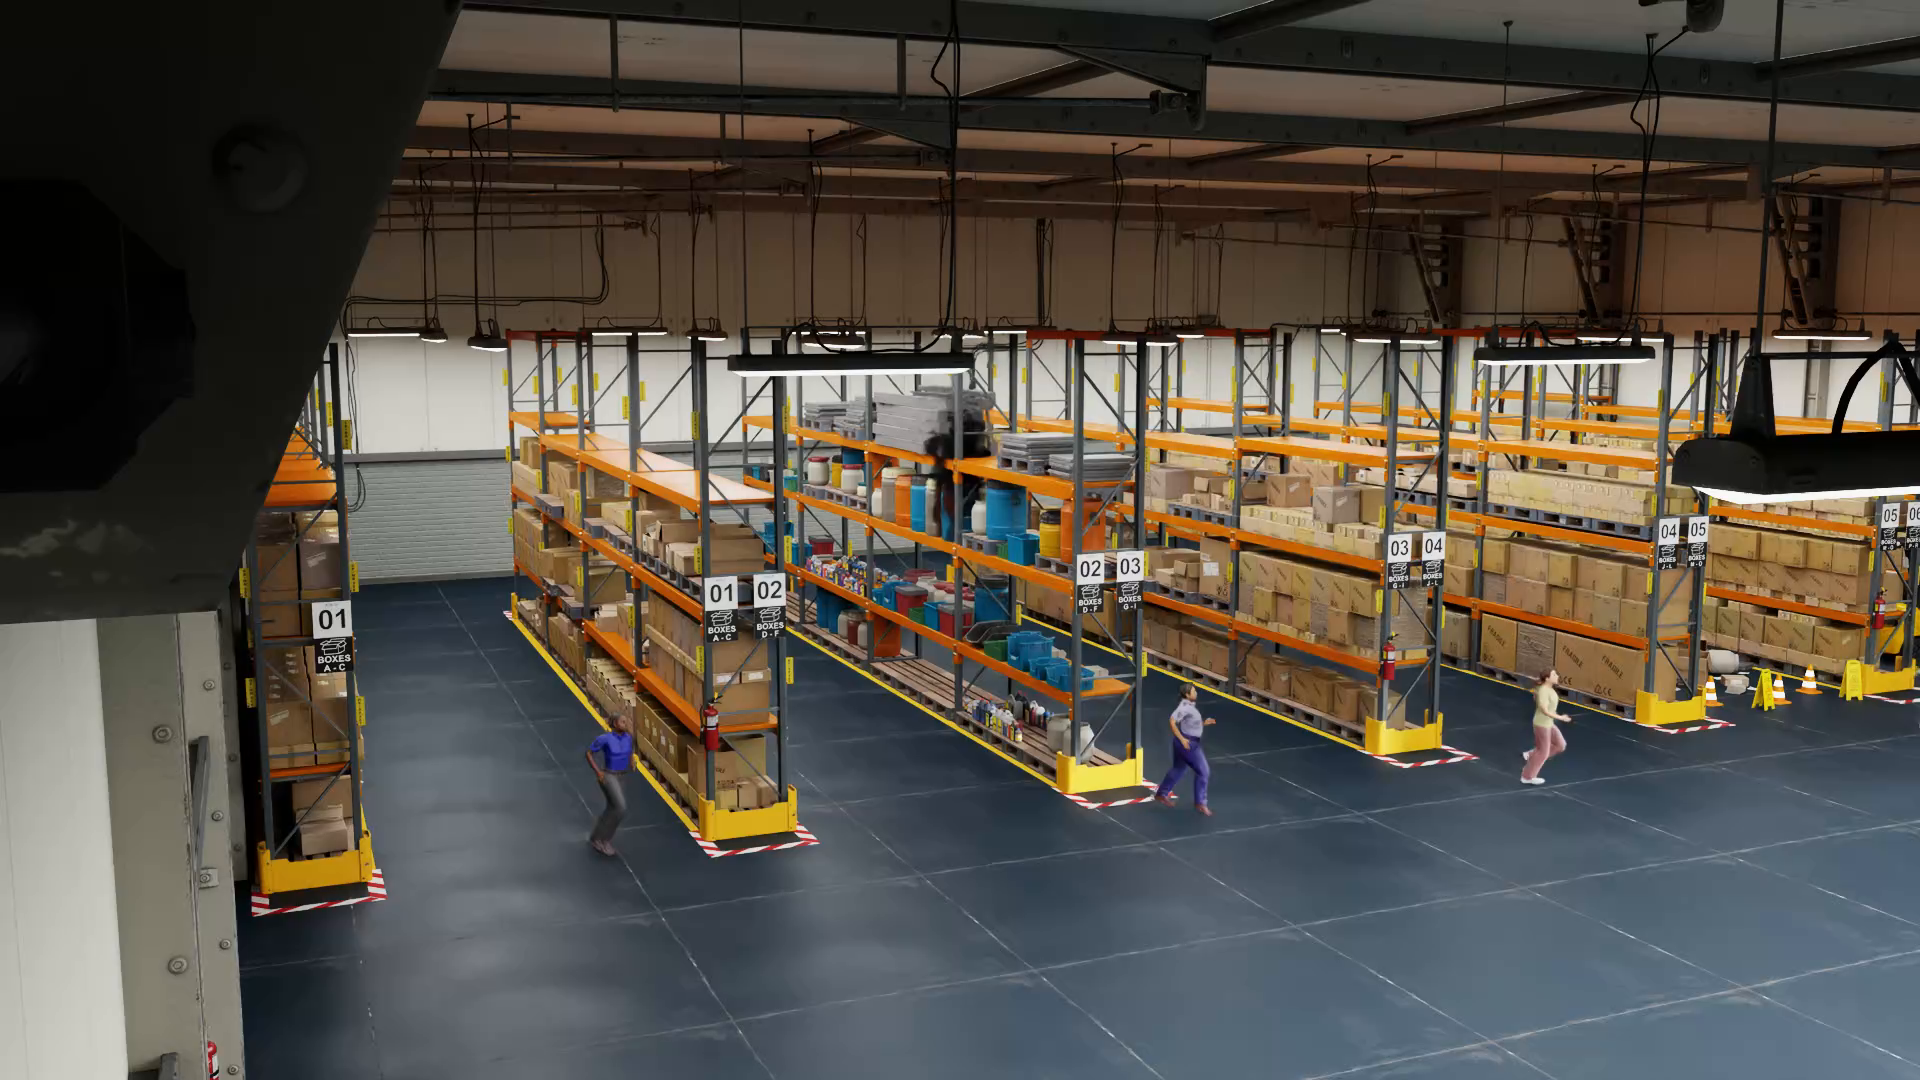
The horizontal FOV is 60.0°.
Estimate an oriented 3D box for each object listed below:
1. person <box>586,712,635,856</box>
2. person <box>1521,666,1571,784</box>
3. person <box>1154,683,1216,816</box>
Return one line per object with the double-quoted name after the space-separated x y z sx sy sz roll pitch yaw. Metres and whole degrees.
-4.083 2.879 19.694 0.614 1.651 0.584 4 9 29 "person"
7.900 2.491 22.378 0.610 1.621 0.598 4 9 25 "person"
2.861 2.664 21.136 0.766 1.699 0.582 0 8 0 "person"
